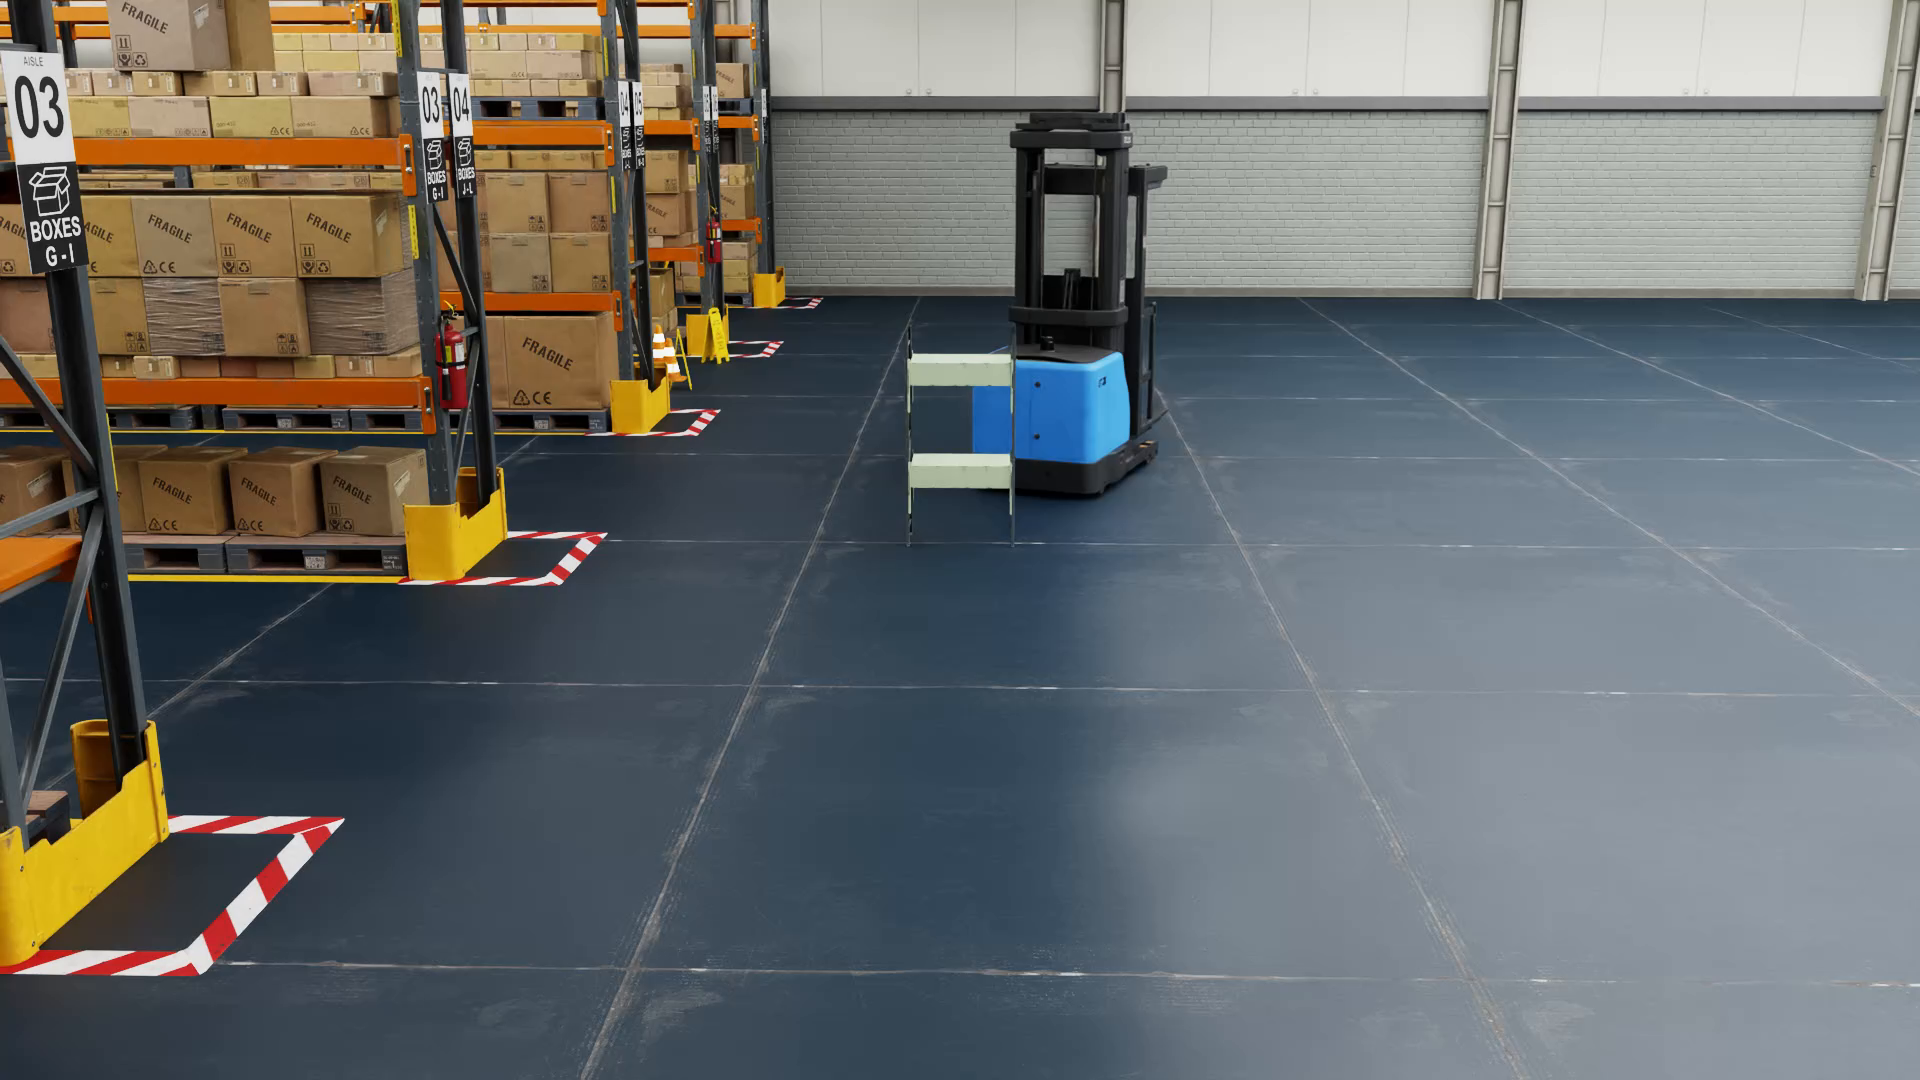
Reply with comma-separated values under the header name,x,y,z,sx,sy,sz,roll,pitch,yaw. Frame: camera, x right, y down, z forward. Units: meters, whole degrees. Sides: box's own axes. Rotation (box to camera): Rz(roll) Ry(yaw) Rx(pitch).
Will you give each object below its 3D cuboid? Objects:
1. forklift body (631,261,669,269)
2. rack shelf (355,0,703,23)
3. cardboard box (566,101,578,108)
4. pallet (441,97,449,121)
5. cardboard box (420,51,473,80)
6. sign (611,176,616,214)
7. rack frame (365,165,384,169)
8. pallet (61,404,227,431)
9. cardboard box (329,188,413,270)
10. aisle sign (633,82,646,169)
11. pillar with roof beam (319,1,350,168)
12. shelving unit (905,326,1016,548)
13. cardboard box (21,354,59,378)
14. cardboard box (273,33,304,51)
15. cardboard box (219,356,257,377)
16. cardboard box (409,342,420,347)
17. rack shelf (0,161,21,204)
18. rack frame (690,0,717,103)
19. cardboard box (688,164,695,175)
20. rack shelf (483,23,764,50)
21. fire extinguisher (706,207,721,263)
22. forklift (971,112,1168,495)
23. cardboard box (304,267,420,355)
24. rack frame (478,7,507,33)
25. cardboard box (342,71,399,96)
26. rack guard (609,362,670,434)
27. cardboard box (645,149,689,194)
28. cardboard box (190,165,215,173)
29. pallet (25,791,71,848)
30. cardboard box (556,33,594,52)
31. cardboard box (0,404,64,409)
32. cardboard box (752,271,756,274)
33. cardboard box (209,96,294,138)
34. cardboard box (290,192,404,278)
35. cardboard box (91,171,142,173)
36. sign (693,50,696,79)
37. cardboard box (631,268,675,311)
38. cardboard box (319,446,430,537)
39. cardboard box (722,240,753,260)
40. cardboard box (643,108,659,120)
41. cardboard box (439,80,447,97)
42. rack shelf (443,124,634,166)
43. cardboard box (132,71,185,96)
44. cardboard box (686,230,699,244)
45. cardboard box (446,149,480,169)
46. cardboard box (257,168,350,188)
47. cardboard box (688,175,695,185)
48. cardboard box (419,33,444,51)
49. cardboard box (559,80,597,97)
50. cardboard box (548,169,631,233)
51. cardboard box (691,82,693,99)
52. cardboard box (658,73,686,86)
name,x,y,z,sx,sy,sz,roll,pitch,yaw
forklift body,-4.913,-4.264,23.785,1.214,2.155,2.313,0,15,1
rack shelf,-5.093,-6.426,19.972,4.000,0.370,1.077,0,15,1
cardboard box,-4.634,-5.323,19.968,0.500,0.250,0.500,1,15,3
pallet,-5.084,-4.015,15.473,1.213,0.211,1.003,0,15,1
cardboard box,-4.618,-4.310,15.109,0.500,0.250,0.500,0,15,1
sign,-3.147,-3.134,15.106,0.005,0.325,0.100,0,15,1
rack frame,-7.093,-3.887,20.694,0.127,3.000,1.000,0,15,1
pallet,-7.891,-1.262,16.209,1.213,0.211,1.003,0,15,1
cardboard box,-3.890,-2.083,11.115,0.500,0.500,0.500,0,15,1
aisle sign,-3.041,-3.931,15.765,0.004,0.787,0.394,0,15,1
pillar with roof beam,-9.752,-7.204,21.504,0.400,9.000,9.100,0,15,1
shelving unit,0.007,-0.725,11.649,0.755,1.500,0.431,0,15,1
cardboard box,-5.888,-1.159,10.844,0.250,0.149,0.380,0,15,1
cardboard box,-6.001,-4.497,15.033,0.250,0.149,0.380,0,15,1
cardboard box,-4.637,-1.170,10.887,0.250,0.149,0.380,0,15,1
cardboard box,-3.626,-1.275,11.286,0.250,0.149,0.380,0,15,1
rack shelf,-5.473,-1.187,5.988,4.000,0.370,1.077,0,15,1
rack frame,-3.094,-6.762,19.830,0.127,3.000,1.000,0,15,1
cardboard box,-4.091,-5.591,25.100,0.250,0.149,0.380,0,15,2
rack shelf,-4.970,-7.500,24.821,4.000,0.370,1.077,0,15,1
fire extinguisher,-2.991,-3.706,20.157,0.183,0.674,0.296,0,15,1
forklift,1.090,-2.104,14.070,1.130,2.935,3.031,6,16,20
cardboard box,-3.896,-1.537,11.006,0.500,0.500,0.875,0,15,1
rack frame,-6.970,-8.054,24.727,0.127,3.000,1.000,0,15,1
cardboard box,-3.633,-2.827,10.307,0.250,0.149,0.380,0,15,1
rack guard,-3.095,-1.390,16.127,0.348,0.500,1.175,0,15,1
cardboard box,-3.610,-4.485,20.219,0.500,0.500,0.700,0,15,0
cardboard box,-9.449,-4.684,20.838,0.250,0.149,0.380,0,15,-1
pallet,-4.363,1.282,6.566,1.213,0.211,1.003,0,15,1
cardboard box,-3.465,-4.480,14.970,0.250,0.149,0.380,1,15,2
cardboard box,-8.705,-1.728,16.097,0.750,0.750,1.050,0,15,1
cardboard box,-3.457,-4.054,25.892,0.500,0.250,0.500,0,15,2
cardboard box,-4.335,-2.653,10.429,0.500,0.250,0.500,0,15,2
cardboard box,-3.903,-1.950,10.613,0.500,0.500,0.500,0,15,1
cardboard box,-10.630,-4.377,20.946,0.500,0.500,0.500,0,15,0
sign,-3.128,-5.598,19.564,0.005,0.325,0.100,0,15,1
cardboard box,-3.917,-3.173,21.084,0.500,0.500,0.500,0,15,0
cardboard box,-3.971,-0.337,11.314,0.500,0.500,0.500,3,15,12
cardboard box,-3.439,-4.408,25.273,0.500,0.250,0.500,1,15,3
cardboard box,-3.707,-5.115,19.958,0.250,0.149,0.380,0,15,2
cardboard box,-4.730,-4.103,15.104,0.250,0.149,0.380,0,15,2
rack shelf,-5.119,-3.714,15.567,4.000,0.370,1.077,0,15,1
cardboard box,-4.933,-2.837,10.347,0.250,0.149,0.380,0,15,-1
cardboard box,-3.428,-3.795,20.836,0.250,0.149,0.380,0,15,2
cardboard box,-6.148,-4.496,20.262,0.500,0.500,0.700,0,15,2
cardboard box,-6.197,-3.234,15.807,0.550,0.550,0.875,0,15,1
cardboard box,-4.086,-5.436,25.096,0.250,0.149,0.380,0,15,1
cardboard box,-4.736,-4.488,15.002,0.250,0.149,0.380,0,15,1
cardboard box,-3.460,-4.094,15.072,0.250,0.149,0.380,0,15,1
cardboard box,-3.489,-3.205,15.698,0.550,0.550,0.875,0,15,1
cardboard box,-4.061,-6.694,24.695,0.258,0.266,0.396,0,15,2
cardboard box,-3.440,-5.503,19.866,0.250,0.149,0.380,1,15,2
